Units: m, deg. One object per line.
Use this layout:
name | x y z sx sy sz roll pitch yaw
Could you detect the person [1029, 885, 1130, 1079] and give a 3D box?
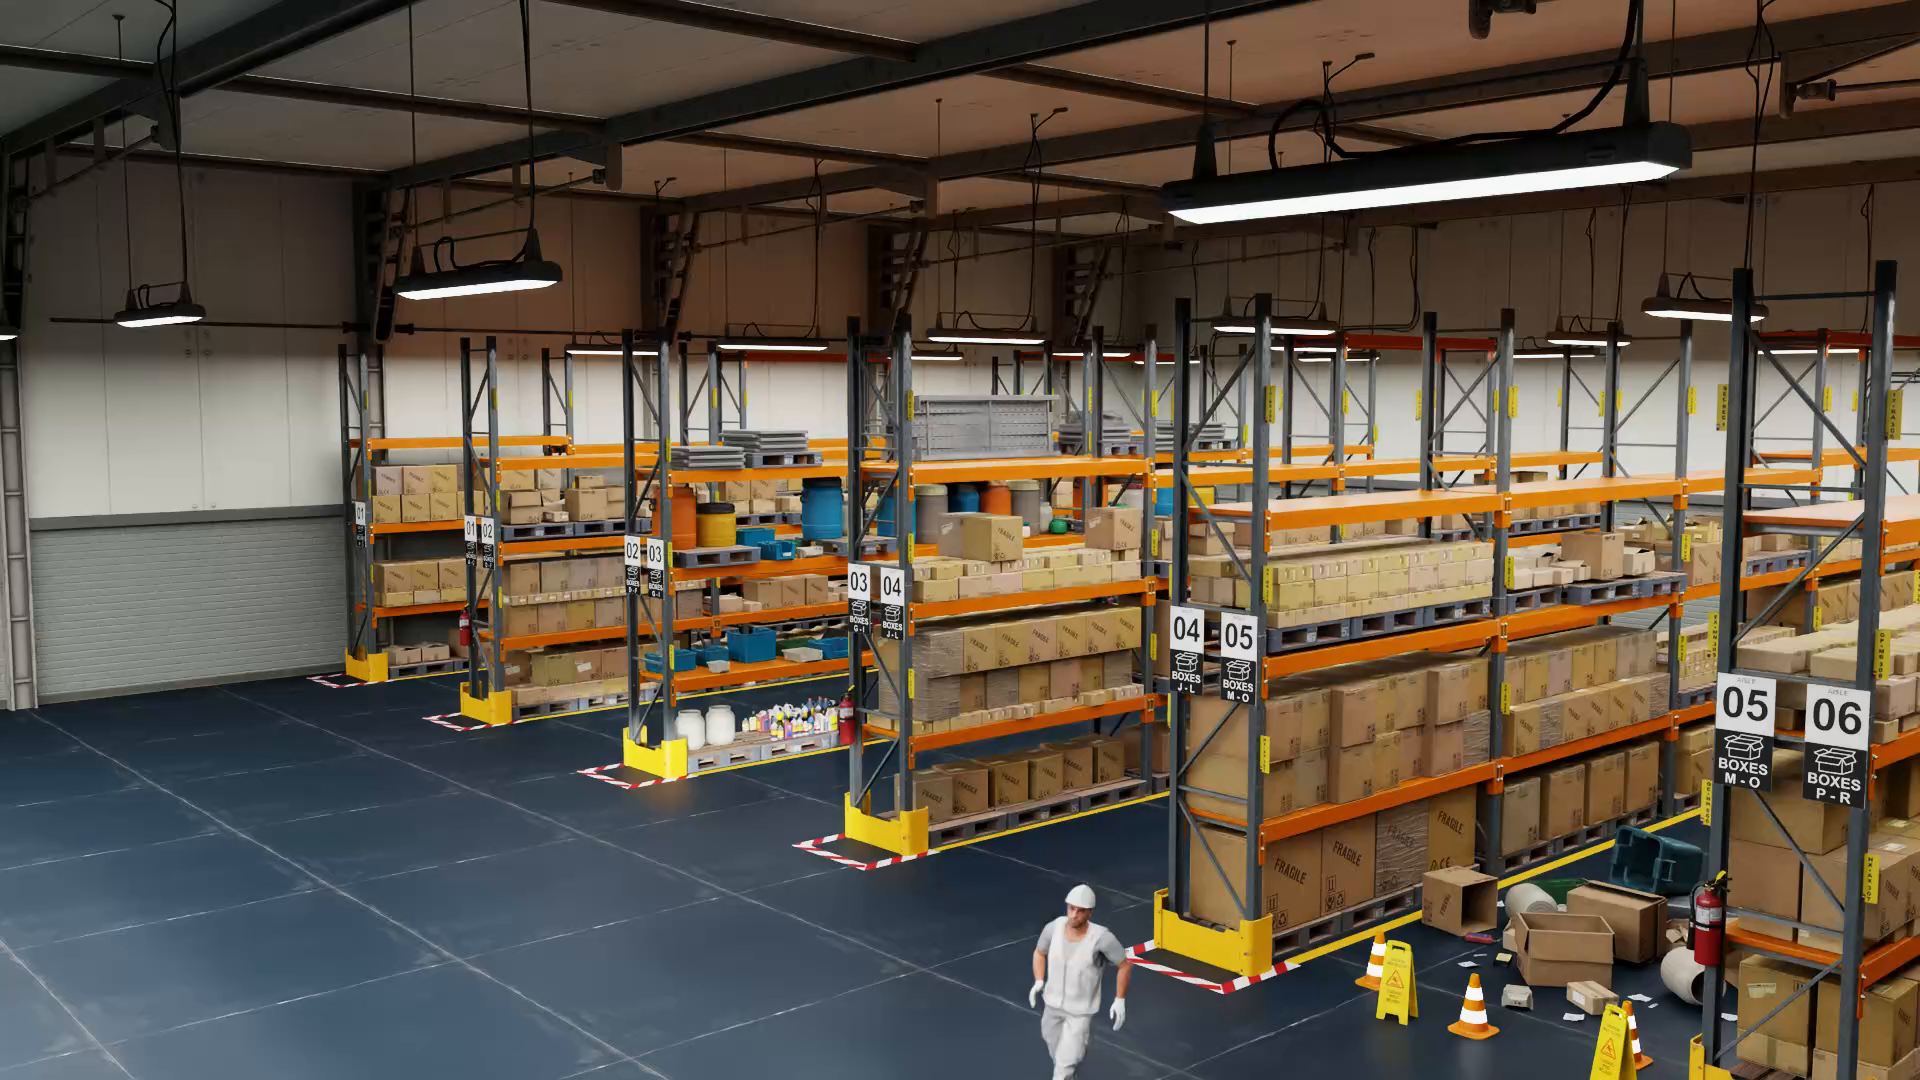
person | 0.782 3.219 11.397 0.700 1.769 1.008 3 6 28
